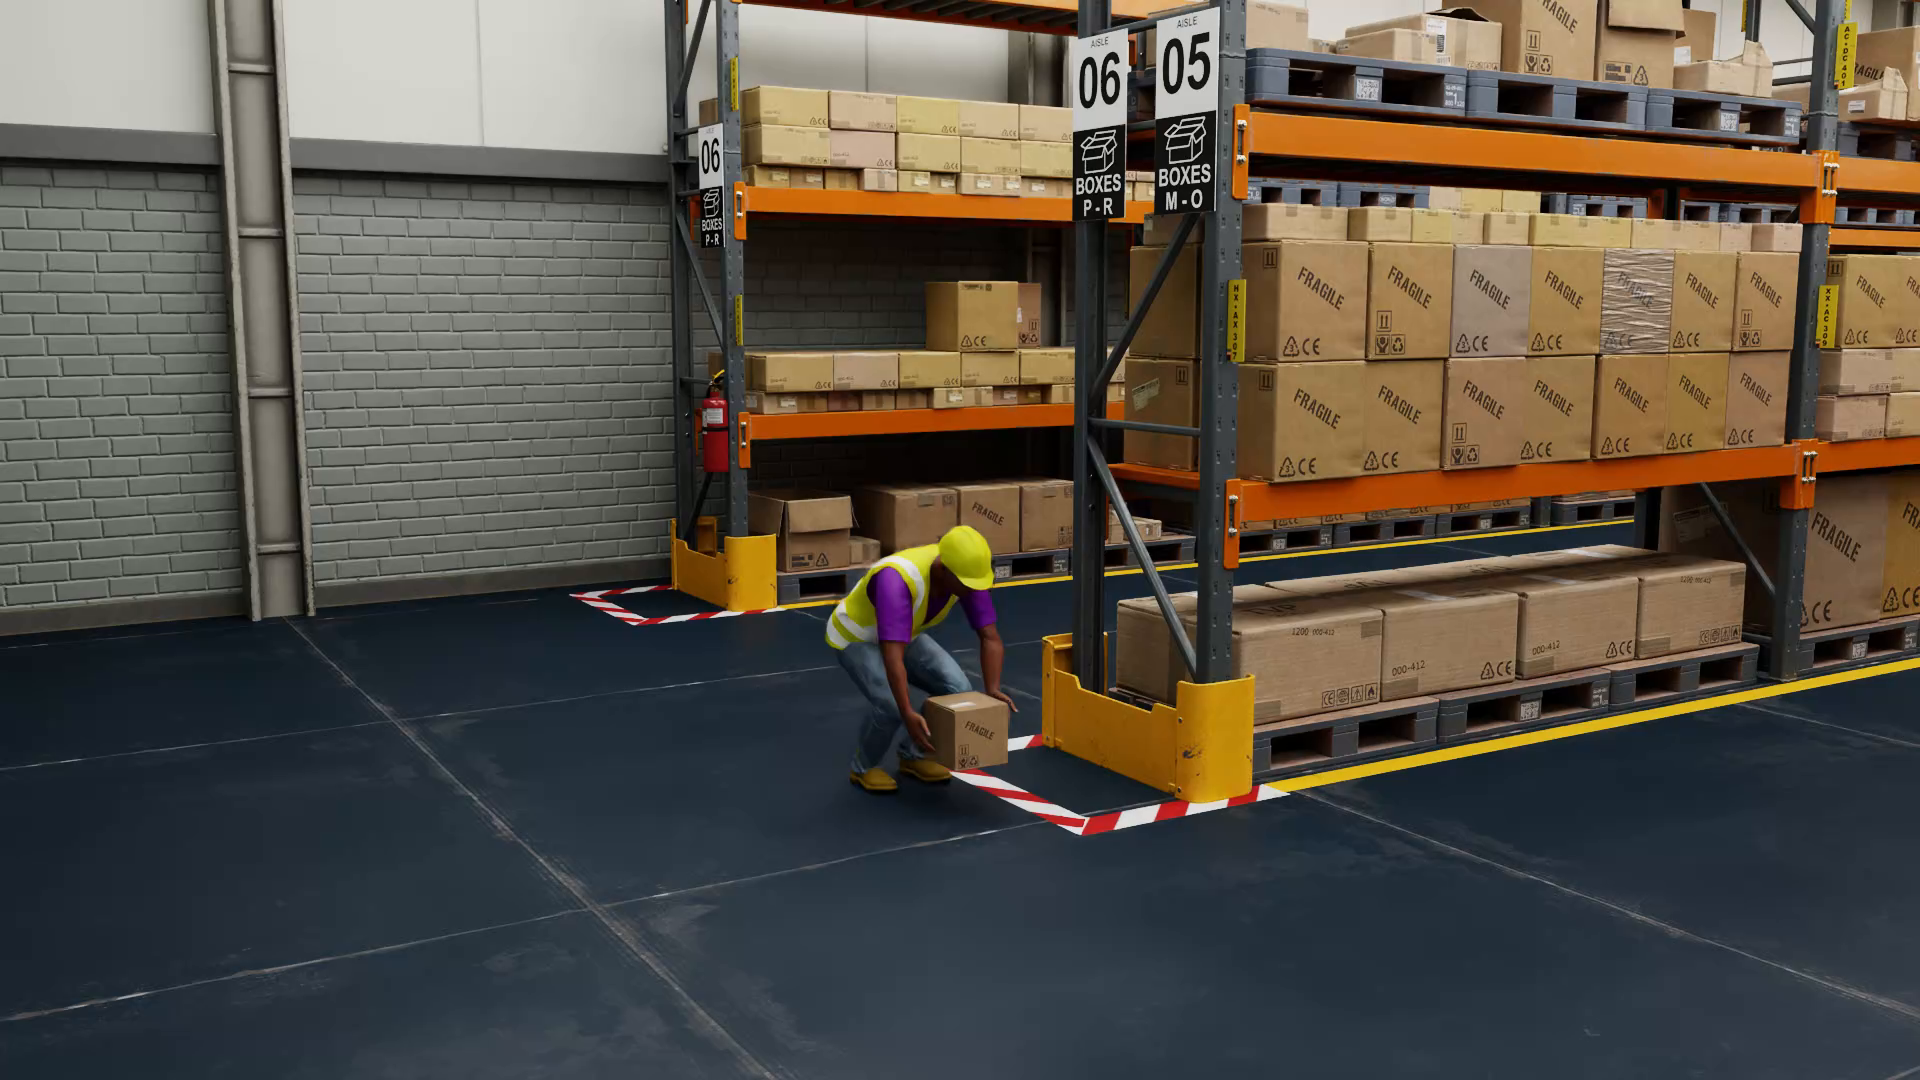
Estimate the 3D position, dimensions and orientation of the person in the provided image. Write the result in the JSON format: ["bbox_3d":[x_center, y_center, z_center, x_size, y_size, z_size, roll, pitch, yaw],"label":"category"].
[{"bbox_3d":[-0.162,0.532,7.037,0.591,1.055,0.879,-6,10,-36],"label":"person"}]
